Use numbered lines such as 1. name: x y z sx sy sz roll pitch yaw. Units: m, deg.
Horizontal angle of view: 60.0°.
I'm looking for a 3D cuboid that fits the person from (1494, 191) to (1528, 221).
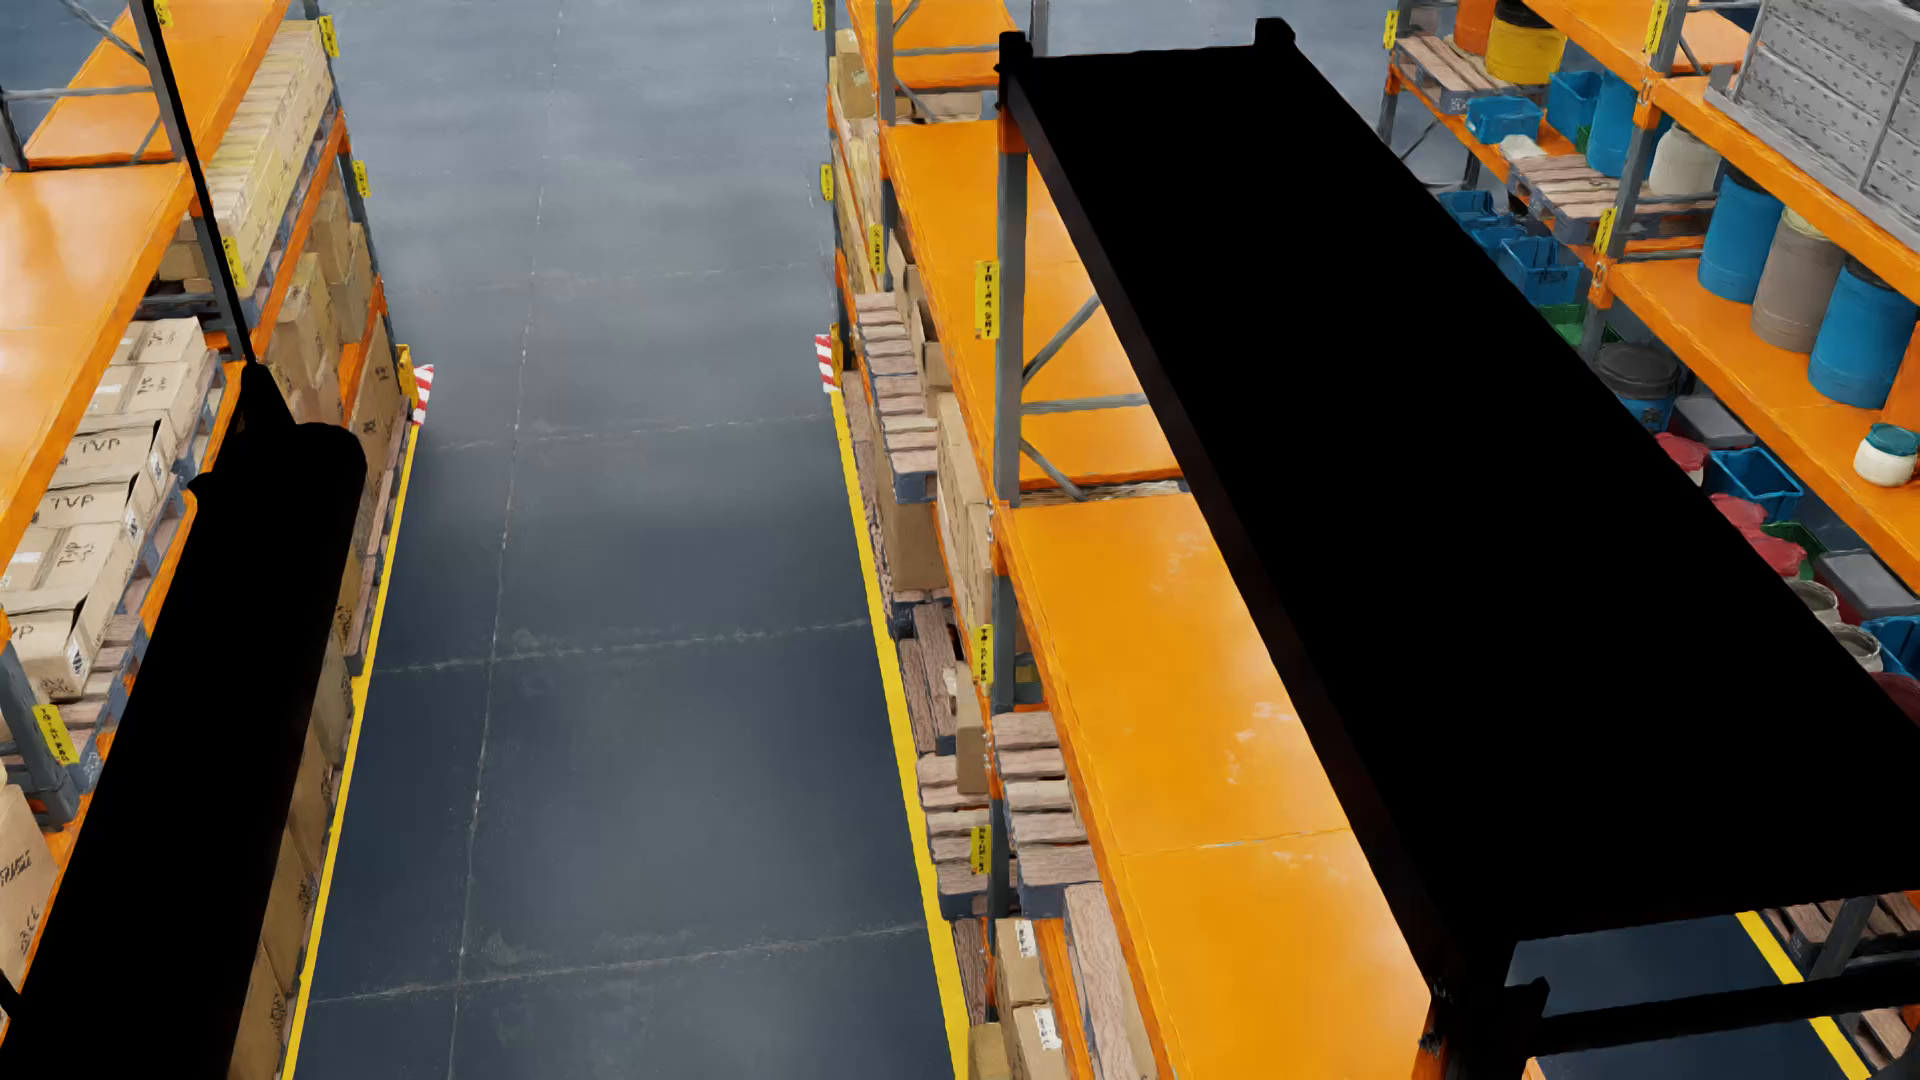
1. person: 6.165 -4.228 17.724 0.622 1.766 0.612 -29 45 -34
